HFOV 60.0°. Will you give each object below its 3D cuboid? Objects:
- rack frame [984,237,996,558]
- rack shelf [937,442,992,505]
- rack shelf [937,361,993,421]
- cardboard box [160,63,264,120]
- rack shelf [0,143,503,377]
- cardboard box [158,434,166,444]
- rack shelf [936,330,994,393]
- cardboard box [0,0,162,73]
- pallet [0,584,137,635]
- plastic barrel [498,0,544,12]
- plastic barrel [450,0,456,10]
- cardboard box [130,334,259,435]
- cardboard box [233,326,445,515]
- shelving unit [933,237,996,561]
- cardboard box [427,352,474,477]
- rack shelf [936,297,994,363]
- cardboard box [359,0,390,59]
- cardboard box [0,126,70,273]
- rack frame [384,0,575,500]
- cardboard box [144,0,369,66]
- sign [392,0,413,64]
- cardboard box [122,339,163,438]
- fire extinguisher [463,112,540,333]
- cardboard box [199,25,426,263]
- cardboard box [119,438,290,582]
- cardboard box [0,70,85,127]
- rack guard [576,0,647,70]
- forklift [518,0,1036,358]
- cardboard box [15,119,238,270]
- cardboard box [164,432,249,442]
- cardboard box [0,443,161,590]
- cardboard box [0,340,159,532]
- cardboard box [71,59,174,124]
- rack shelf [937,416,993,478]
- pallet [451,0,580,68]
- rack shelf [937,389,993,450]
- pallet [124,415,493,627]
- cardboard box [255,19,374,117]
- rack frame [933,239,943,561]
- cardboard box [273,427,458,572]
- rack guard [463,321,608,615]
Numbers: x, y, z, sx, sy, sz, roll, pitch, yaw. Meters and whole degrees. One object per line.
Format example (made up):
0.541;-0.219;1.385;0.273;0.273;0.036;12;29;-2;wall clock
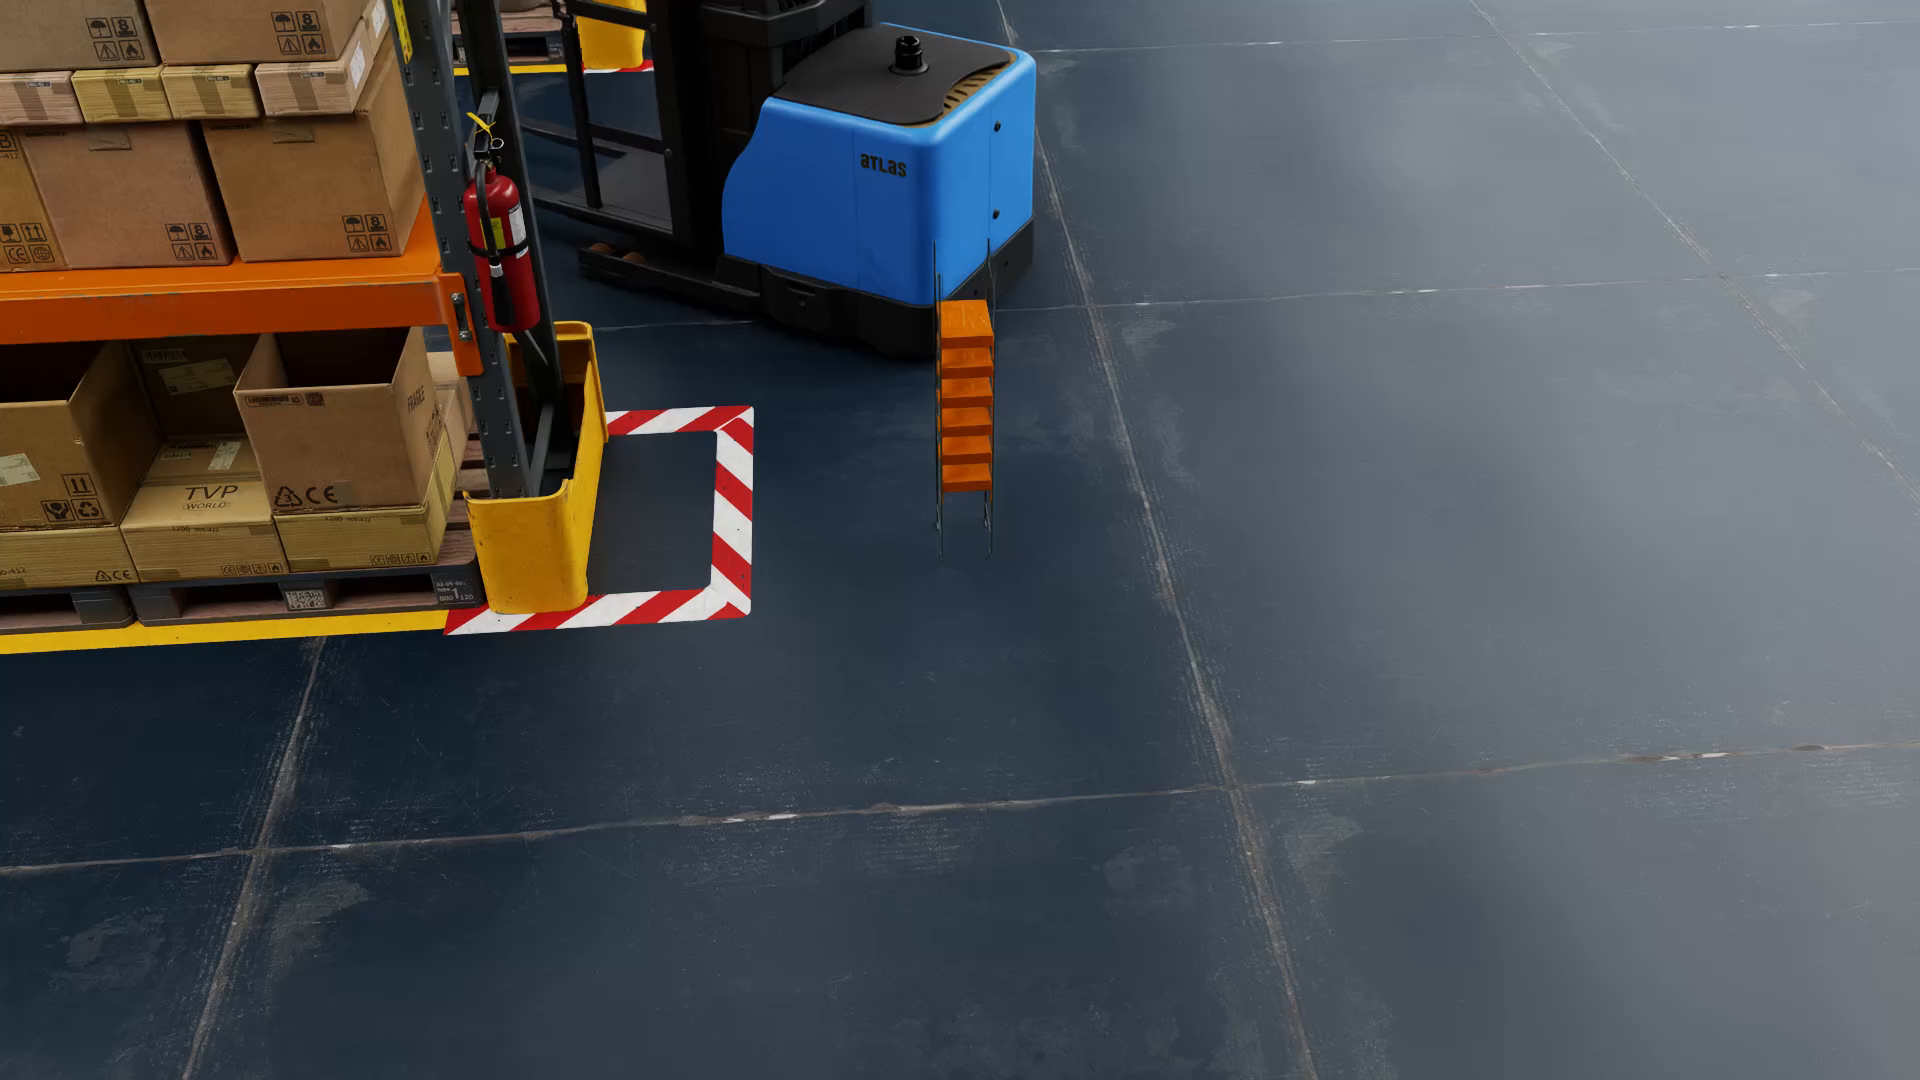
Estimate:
0.106;-0.477;5.886;0.006;1.200;0.240;-3;38;-4;rack frame
0.014;-0.249;6.056;0.180;0.103;0.258;-3;38;-4;rack shelf
0.014;-0.531;5.833;0.180;0.103;0.258;-3;38;-4;rack shelf
-2.211;-1.417;5.020;0.250;0.149;0.380;-2;38;-3;cardboard box
-3.579;-0.885;5.530;4.000;0.370;1.077;-3;38;-4;rack shelf
-3.136;-0.413;6.233;0.500;0.250;0.500;-3;38;-4;cardboard box
0.014;-0.625;5.758;0.180;0.103;0.258;-3;38;-4;rack shelf
-2.629;-1.773;4.947;0.500;0.500;0.700;-4;38;-5;cardboard box
-3.557;-0.049;6.142;1.213;0.211;1.003;-3;38;-4;pallet
-2.670;-3.438;9.855;0.421;0.512;0.421;0;38;0;plastic barrel
-3.170;-3.411;9.820;0.421;0.512;0.421;0;38;0;plastic barrel
-2.638;-0.736;6.036;0.500;0.500;0.500;-3;38;-4;cardboard box
-2.095;-0.444;5.666;0.500;0.500;0.500;-3;38;-4;cardboard box
0.014;-0.472;5.879;0.189;1.200;0.258;-3;38;-4;shelving unit
-2.141;-0.470;6.305;0.500;0.250;0.500;-3;38;-4;cardboard box
0.014;-0.720;5.684;0.180;0.103;0.258;-3;38;-4;rack shelf
-1.997;-1.682;5.356;0.250;0.149;0.380;-3;38;-4;cardboard box
-3.071;-1.243;5.323;0.500;0.500;0.700;-3;38;-4;cardboard box
-1.587;-1.277;5.447;0.127;3.000;1.000;-3;38;-4;rack frame
-2.106;-1.805;4.988;0.500;0.500;0.700;-3;38;-4;cardboard box
-1.552;-1.489;4.589;0.005;0.325;0.100;-3;38;-4;sign
-3.135;-0.700;5.992;0.500;0.500;0.500;-3;38;-4;cardboard box
-1.428;-0.966;5.116;0.183;0.674;0.296;-3;38;-4;fire extinguisher
-2.053;-1.298;5.393;0.500;0.500;0.700;-3;38;-4;cardboard box
-2.592;-0.116;5.856;0.500;0.250;0.500;-3;38;-4;cardboard box
-2.716;-1.390;4.986;0.250;0.149;0.380;-3;38;-3;cardboard box
-2.093;-3.319;10.052;0.348;0.500;1.175;-3;38;-4;rack guard
-1.202;-2.584;7.159;3.031;2.935;1.130;18;42;22;forklift
-2.575;-1.267;5.353;0.500;0.500;0.700;-2;38;-3;cardboard box
-2.638;-0.440;6.267;0.500;0.250;0.500;-3;38;-4;cardboard box
-3.090;-0.087;5.820;0.500;0.250;0.500;-3;38;-4;cardboard box
-3.089;-0.380;5.585;0.500;0.500;0.500;-3;38;-4;cardboard box
-2.466;-1.403;5.002;0.250;0.149;0.380;-4;38;-5;cardboard box
0.014;-0.343;5.981;0.180;0.103;0.258;-3;38;-4;rack shelf
-2.903;-3.164;10.090;1.213;0.211;1.003;-3;38;-4;pallet
0.014;-0.437;5.907;0.180;0.103;0.258;-3;38;-4;rack shelf
-2.345;-0.114;6.224;1.213;0.211;1.003;-3;38;-4;pallet
-1.950;-1.432;5.039;0.250;0.149;0.380;-4;38;-5;cardboard box
-0.077;-0.467;5.873;0.006;1.200;0.240;-3;38;-4;rack frame
-2.095;-0.150;5.900;0.500;0.250;0.500;-3;38;-4;cardboard box
-1.563;-0.297;6.223;0.348;0.500;1.175;-3;38;-4;rack guard
